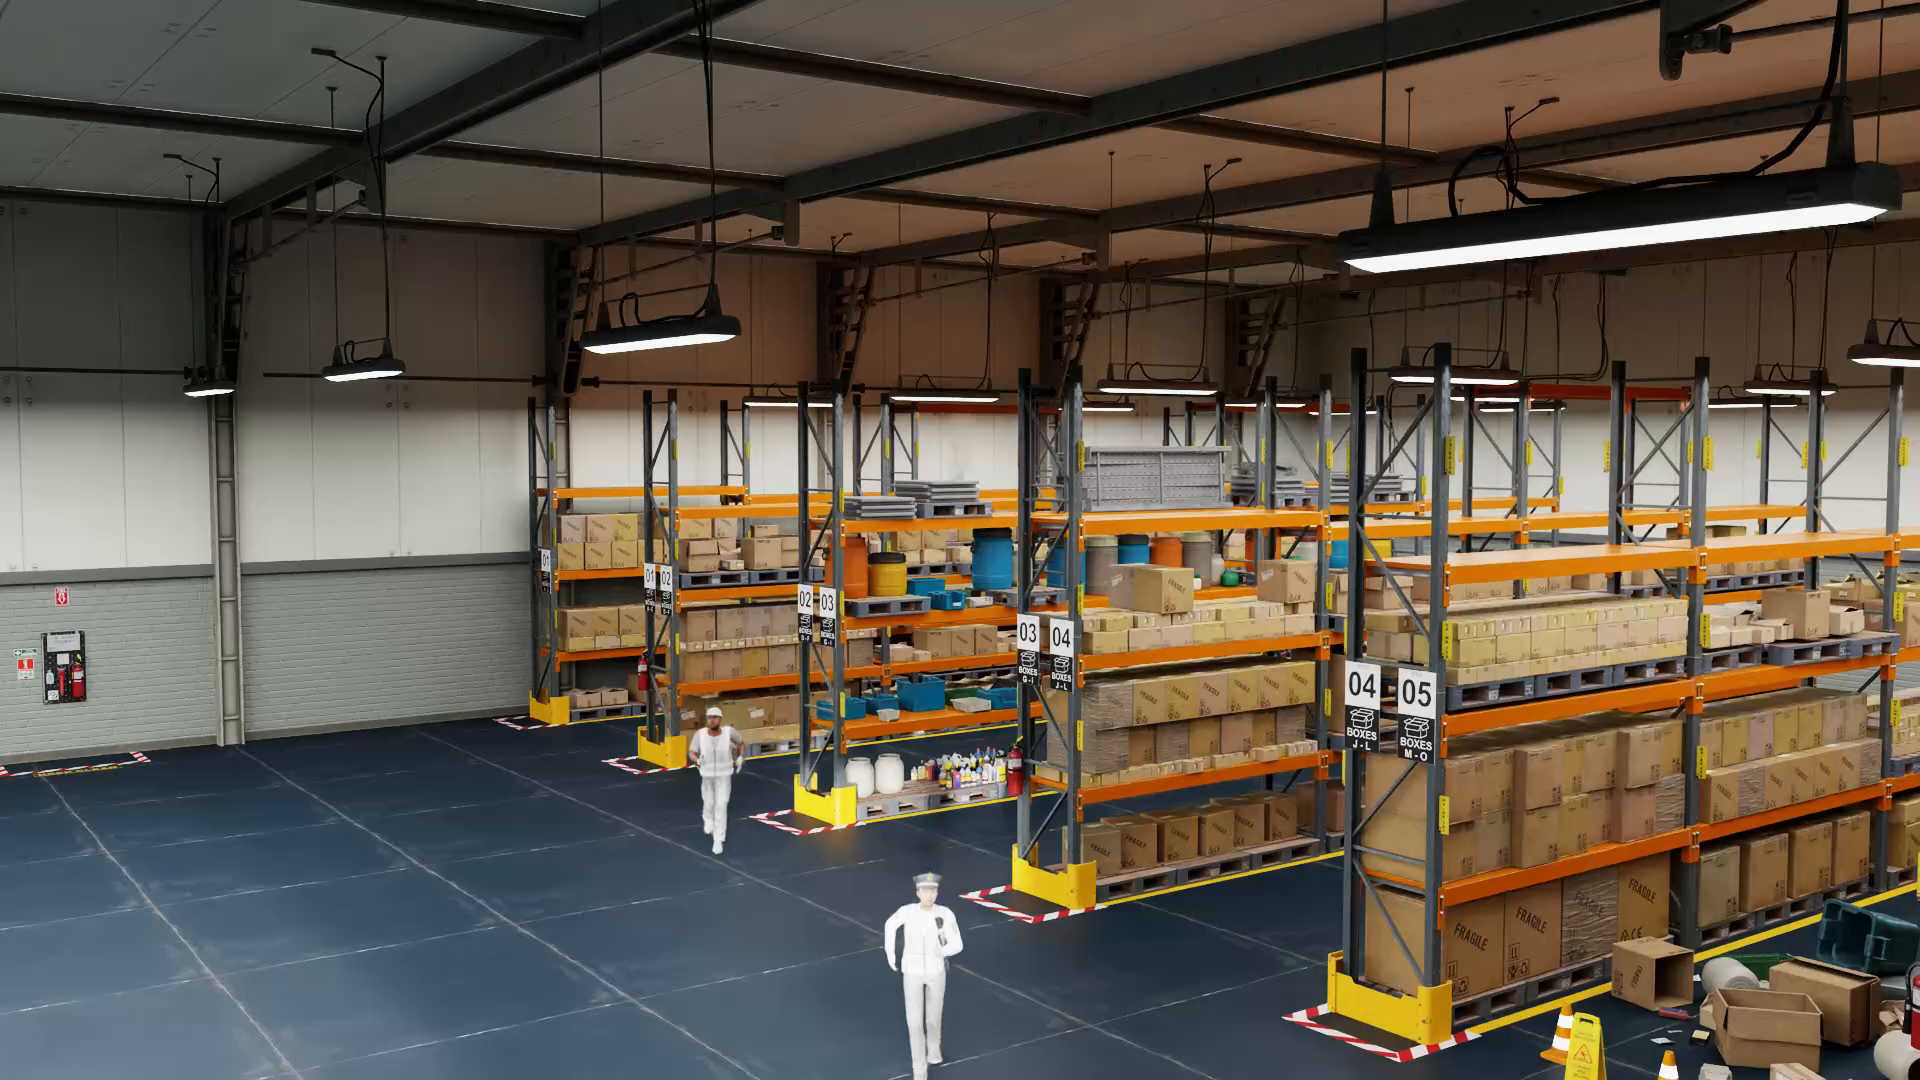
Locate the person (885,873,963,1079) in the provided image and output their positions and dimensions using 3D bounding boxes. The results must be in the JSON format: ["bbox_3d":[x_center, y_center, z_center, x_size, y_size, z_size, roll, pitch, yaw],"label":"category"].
[{"bbox_3d":[-0.288,3.528,13.435,0.620,1.711,0.863,0,3,-4],"label":"person"}]

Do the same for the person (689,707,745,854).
[{"bbox_3d":[-3.108,3.014,21.254,0.693,1.790,0.994,0,3,-2],"label":"person"}]
